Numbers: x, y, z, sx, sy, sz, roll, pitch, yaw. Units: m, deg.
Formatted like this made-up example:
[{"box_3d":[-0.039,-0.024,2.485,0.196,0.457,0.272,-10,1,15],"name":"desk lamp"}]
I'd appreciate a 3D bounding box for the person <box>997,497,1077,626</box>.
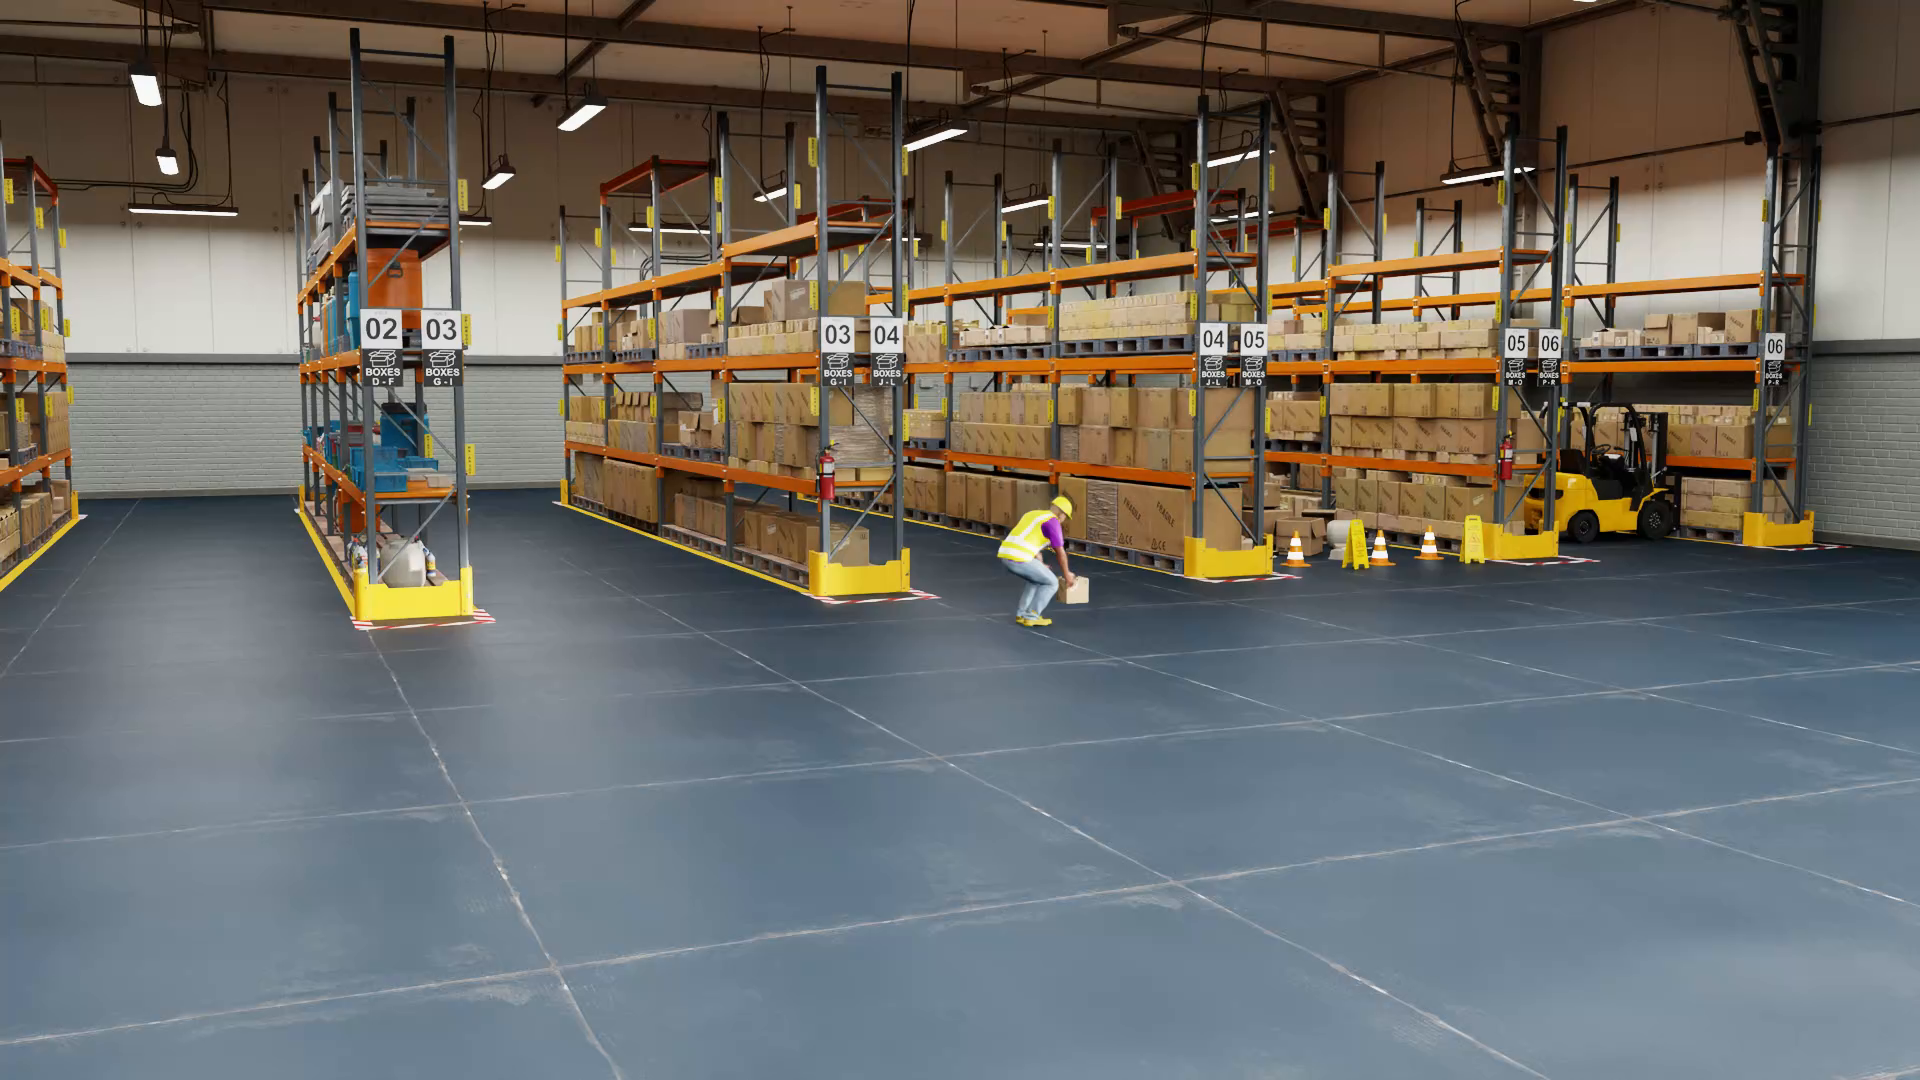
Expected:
[{"box_3d":[0.775,0.209,16.982,0.813,1.288,0.628,-2,6,-24],"name":"person"}]
